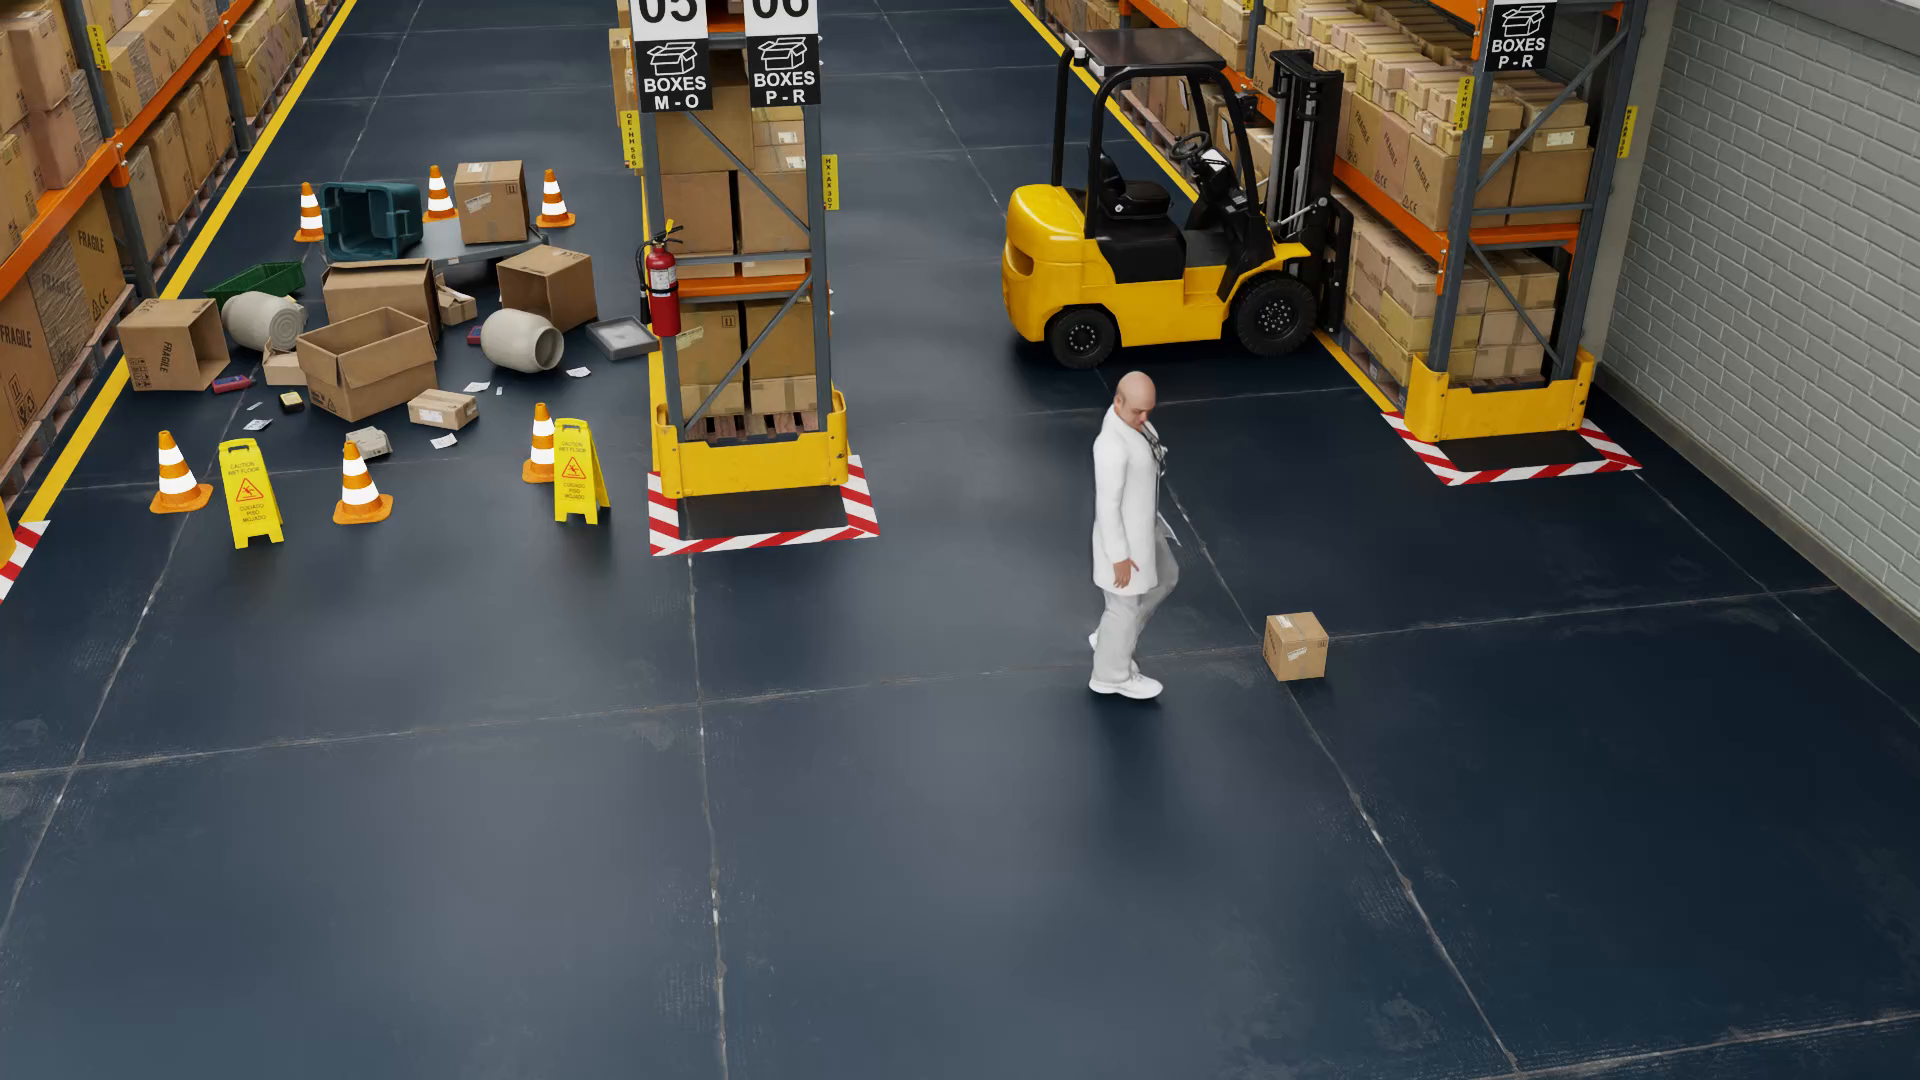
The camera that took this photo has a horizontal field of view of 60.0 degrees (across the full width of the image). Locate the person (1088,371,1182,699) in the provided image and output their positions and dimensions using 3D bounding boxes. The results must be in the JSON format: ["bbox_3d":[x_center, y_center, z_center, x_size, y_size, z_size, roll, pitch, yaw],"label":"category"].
[{"bbox_3d":[0.860,-0.002,8.153,0.438,1.812,0.616,7,31,11],"label":"person"}]
